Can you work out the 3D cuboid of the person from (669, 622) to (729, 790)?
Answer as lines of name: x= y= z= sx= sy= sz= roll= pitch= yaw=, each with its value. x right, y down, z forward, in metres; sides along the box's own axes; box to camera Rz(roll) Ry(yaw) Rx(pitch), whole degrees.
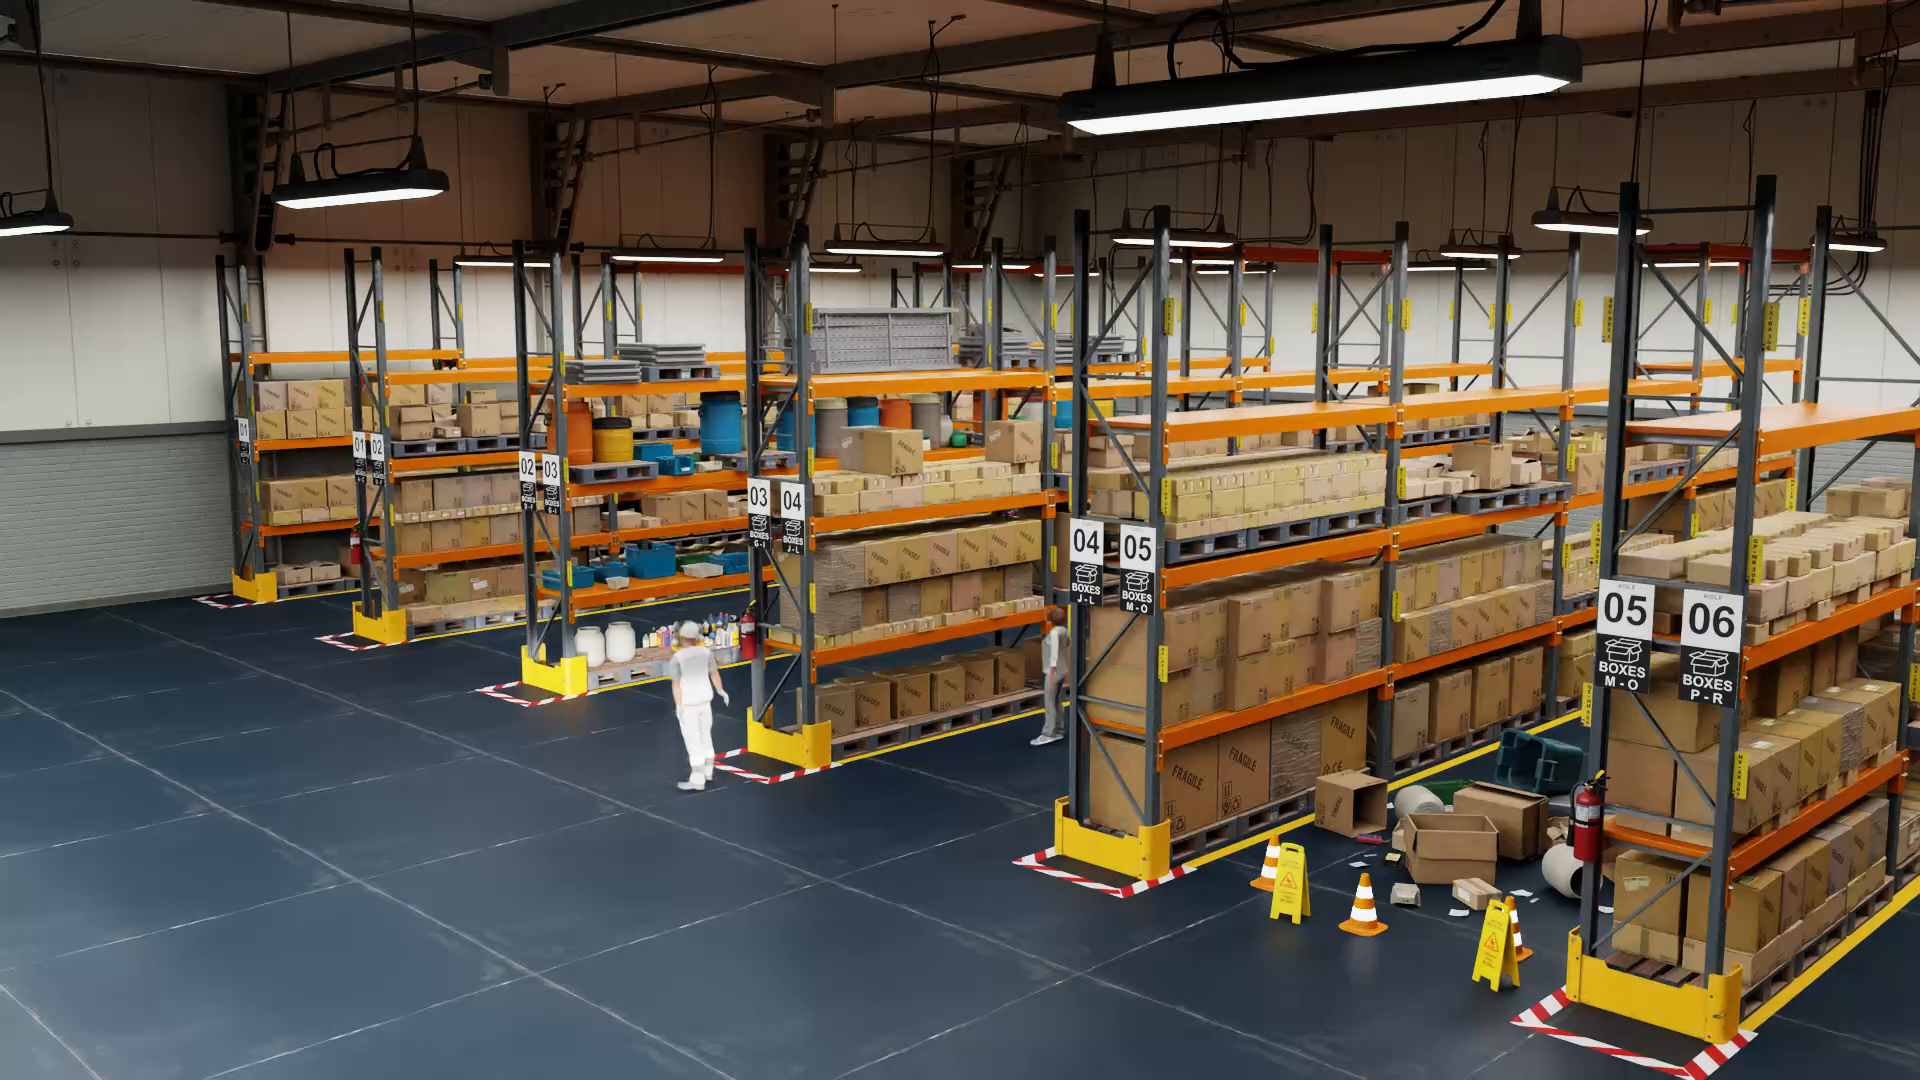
person: x=-2.803 y=1.751 z=17.844 sx=0.430 sy=1.802 sz=0.755 roll=7 pitch=10 yaw=39

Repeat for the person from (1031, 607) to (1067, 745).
person: x=1.066 y=1.595 z=19.685 sx=0.394 sy=1.606 sz=0.500 roll=2 pitch=8 yaw=11
